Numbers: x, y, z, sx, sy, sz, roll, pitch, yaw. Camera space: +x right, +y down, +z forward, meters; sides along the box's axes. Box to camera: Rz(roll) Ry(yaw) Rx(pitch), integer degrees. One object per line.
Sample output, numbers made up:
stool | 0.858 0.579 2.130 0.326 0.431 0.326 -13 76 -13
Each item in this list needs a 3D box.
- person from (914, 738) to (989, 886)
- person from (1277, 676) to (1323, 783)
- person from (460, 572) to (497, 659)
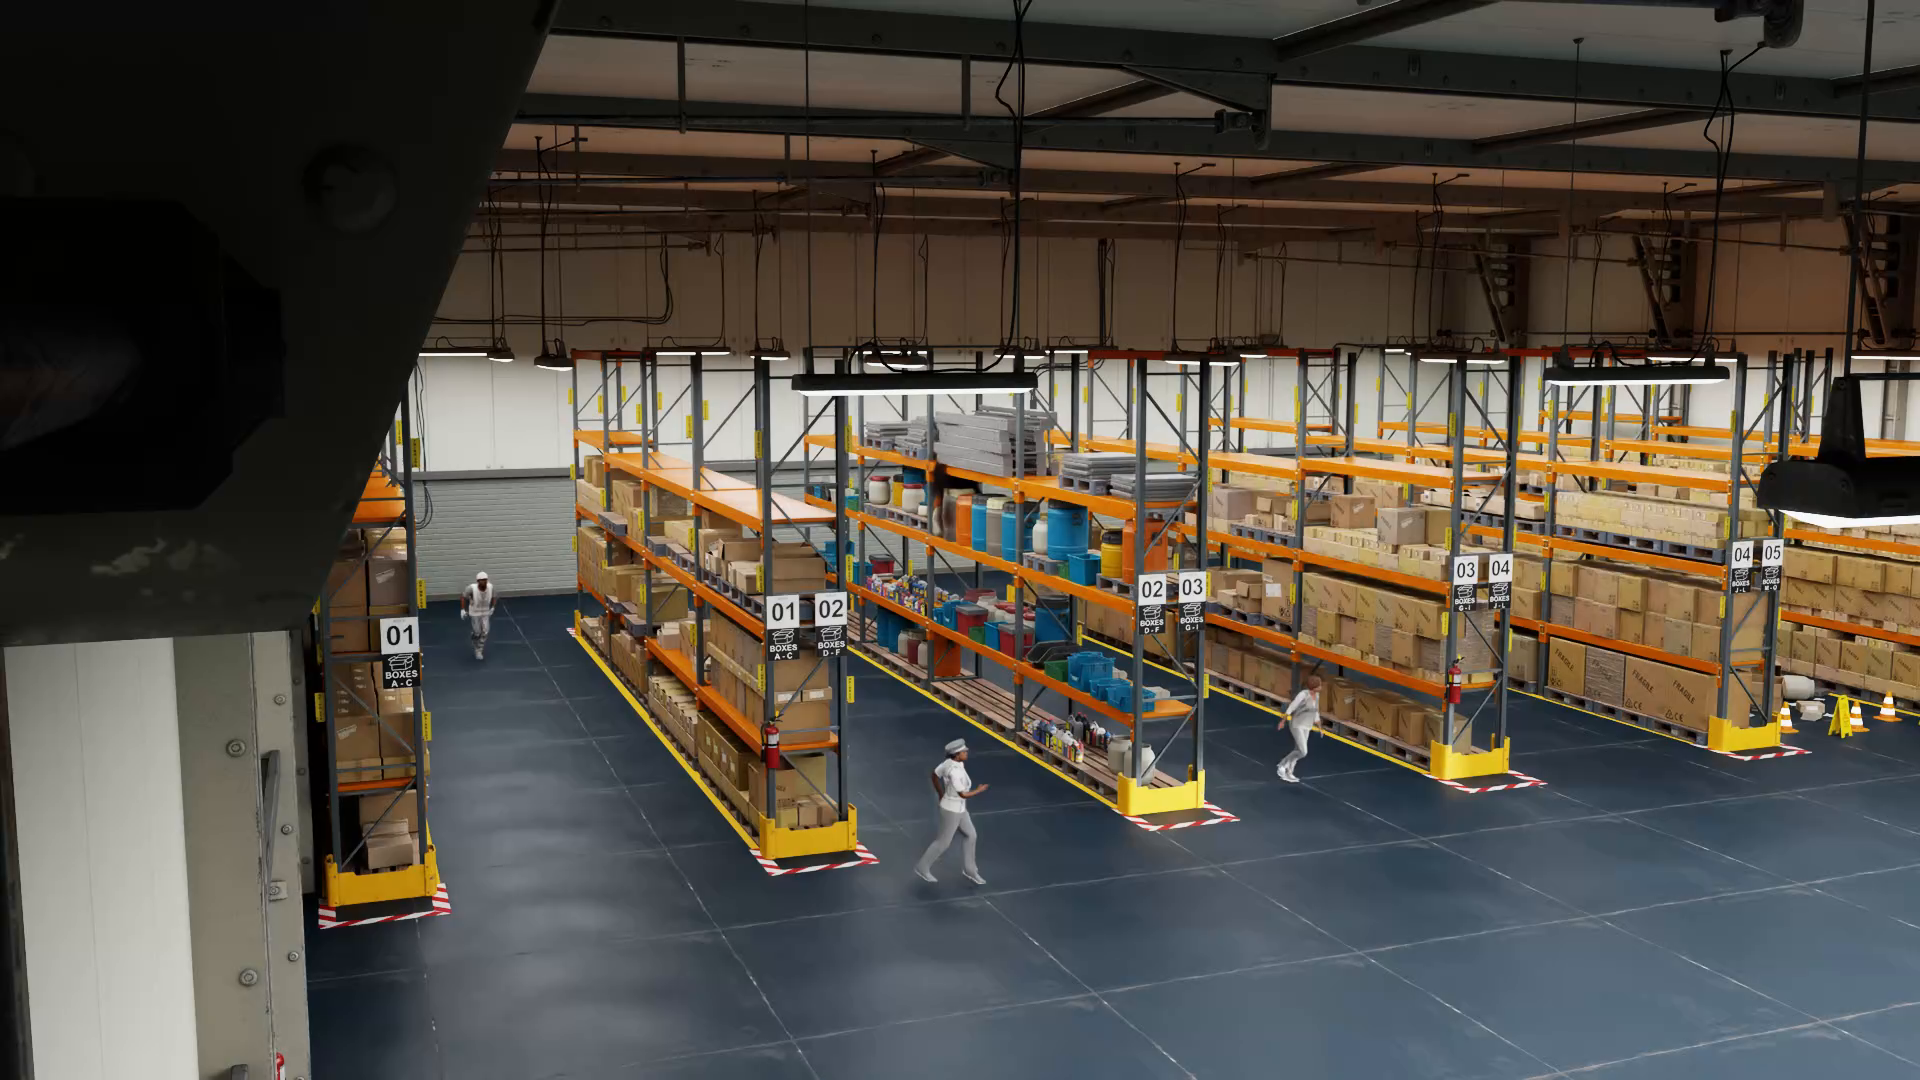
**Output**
person | -0.101 3.125 19.044 0.861 1.739 0.526 0 7 3
person | 4.803 2.665 23.450 0.540 1.548 0.561 7 10 44
person | -9.388 1.454 32.475 0.683 1.709 0.700 -5 9 -37
